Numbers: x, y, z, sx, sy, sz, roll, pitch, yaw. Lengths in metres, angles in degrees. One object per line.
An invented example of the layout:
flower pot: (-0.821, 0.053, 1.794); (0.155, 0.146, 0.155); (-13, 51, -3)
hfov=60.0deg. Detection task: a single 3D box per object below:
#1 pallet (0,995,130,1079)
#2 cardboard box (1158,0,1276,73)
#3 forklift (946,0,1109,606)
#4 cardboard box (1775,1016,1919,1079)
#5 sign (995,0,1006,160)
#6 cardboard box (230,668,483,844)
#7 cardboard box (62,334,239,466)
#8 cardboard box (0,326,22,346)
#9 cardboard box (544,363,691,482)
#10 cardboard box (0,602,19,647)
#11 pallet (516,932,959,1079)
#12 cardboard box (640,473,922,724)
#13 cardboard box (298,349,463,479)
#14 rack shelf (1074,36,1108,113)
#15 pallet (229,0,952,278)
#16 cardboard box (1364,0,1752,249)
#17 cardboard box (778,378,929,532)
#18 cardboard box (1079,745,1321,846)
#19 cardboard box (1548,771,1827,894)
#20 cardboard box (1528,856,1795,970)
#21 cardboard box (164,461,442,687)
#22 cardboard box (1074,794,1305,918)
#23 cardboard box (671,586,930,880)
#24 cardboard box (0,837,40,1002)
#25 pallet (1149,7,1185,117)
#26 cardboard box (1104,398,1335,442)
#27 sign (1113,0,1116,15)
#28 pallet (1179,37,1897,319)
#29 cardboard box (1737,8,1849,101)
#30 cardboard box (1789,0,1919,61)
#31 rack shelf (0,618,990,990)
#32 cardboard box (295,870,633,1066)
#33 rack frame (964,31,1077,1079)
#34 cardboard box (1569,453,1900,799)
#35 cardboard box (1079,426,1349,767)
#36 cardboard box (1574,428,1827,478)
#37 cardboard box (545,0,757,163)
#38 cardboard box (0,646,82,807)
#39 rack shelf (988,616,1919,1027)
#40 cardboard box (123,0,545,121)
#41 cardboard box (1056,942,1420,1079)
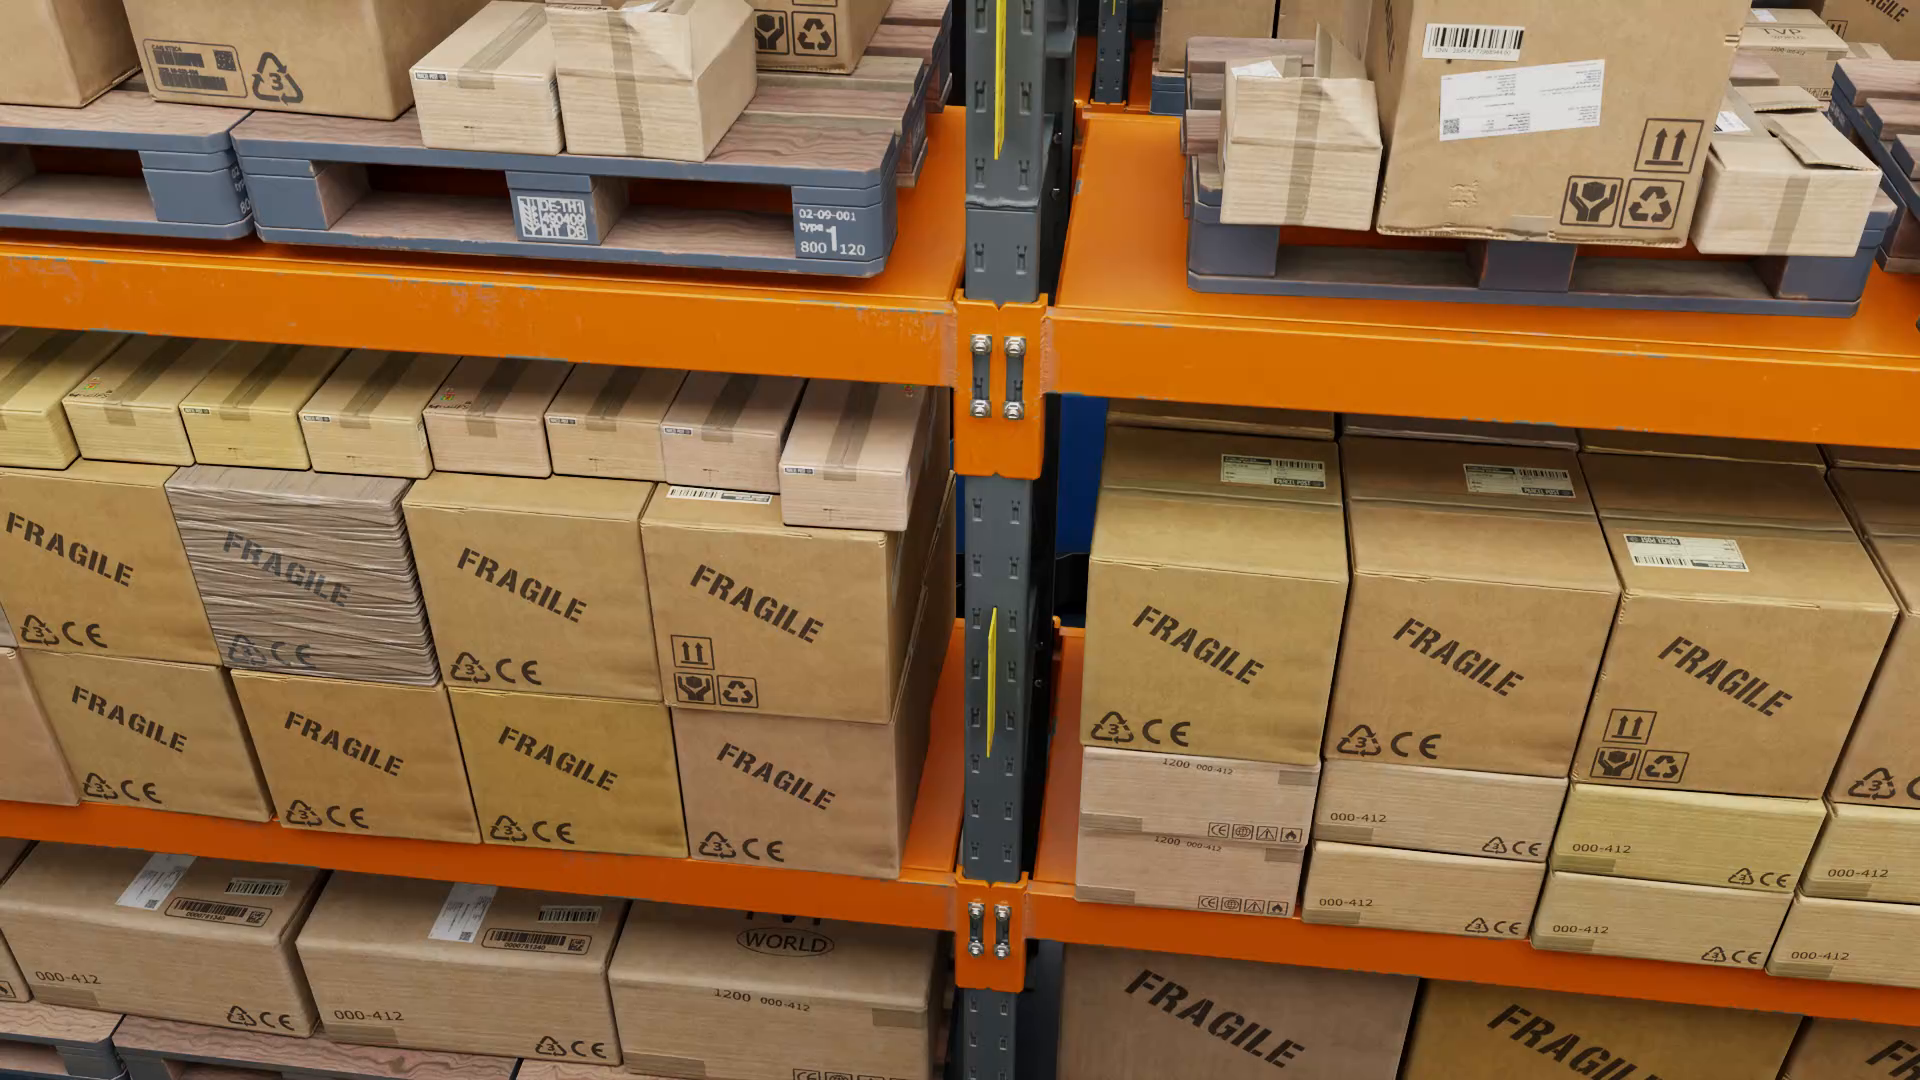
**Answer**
pallet: (-3.030, 1.215, 5.366); (1.213, 0.211, 1.003); (4, 36, 6)
cardboard box: (1.215, -2.546, 7.787); (0.500, 0.500, 0.700); (5, 36, 7)
forklift: (-0.625, -1.196, 6.403); (3.031, 2.935, 1.130); (0, 36, 0)
cardboard box: (2.543, 1.184, 4.476); (0.875, 0.875, 0.875); (5, 36, 7)
sign: (0.066, -0.782, 2.668); (0.005, 0.325, 0.100); (4, 36, 6)
cardboard box: (-1.369, 0.370, 4.063); (0.500, 0.500, 0.500); (4, 36, 5)
cardboard box: (-1.717, -0.330, 3.625); (0.250, 0.149, 0.380); (4, 36, 6)
cardboard box: (-2.231, -0.356, 3.661); (0.250, 0.149, 0.380); (5, 36, 6)
cardboard box: (-0.705, -0.296, 3.577); (0.250, 0.149, 0.380); (4, 36, 6)
cardboard box: (-2.368, -0.114, 3.882); (0.500, 0.500, 0.500); (4, 36, 6)
pallet: (-0.610, 1.395, 5.113); (1.213, 0.211, 1.003); (4, 36, 6)
cardboard box: (-0.368, 0.038, 3.668); (0.500, 0.500, 0.500); (4, 36, 6)
cardboard box: (-1.211, -0.302, 3.585); (0.250, 0.149, 0.380); (4, 36, 6)
rack shelf: (-1.220, -2.354, 8.585); (4.000, 0.370, 1.077); (4, 36, 6)
pallet: (-0.675, -0.890, 3.409); (1.213, 0.211, 1.003); (4, 36, 6)
cardboard box: (0.972, -0.839, 2.813); (0.500, 0.500, 0.500); (4, 36, 5)
cardboard box: (-0.211, -0.189, 3.428); (0.250, 0.149, 0.380); (4, 36, 5)
cardboard box: (0.535, 0.414, 3.786); (0.500, 0.250, 0.500); (3, 36, 5)
cardboard box: (1.553, 0.489, 3.681); (0.500, 0.250, 0.500); (5, 36, 7)
cardboard box: (1.557, 0.692, 3.827); (0.500, 0.250, 0.500); (4, 36, 6)
cardboard box: (-1.377, -0.036, 3.772); (0.500, 0.500, 0.500); (5, 36, 7)
cardboard box: (0.538, 0.607, 3.946); (0.500, 0.250, 0.500); (3, 36, 5)
cardboard box: (-0.358, 0.434, 3.974); (0.500, 0.500, 0.500); (5, 36, 6)
cardboard box: (-3.165, 0.929, 5.210); (0.875, 0.438, 0.875); (3, 36, 4)
pallet: (1.542, -2.298, 8.054); (1.213, 0.211, 1.003); (4, 36, 6)
cardboard box: (0.610, -0.198, 3.998); (0.500, 0.500, 0.500); (5, 36, 7)
sign: (0.702, -2.538, 7.478); (0.005, 0.325, 0.100); (4, 36, 6)
pallet: (1.050, -0.742, 3.290); (1.217, 0.209, 0.805); (3, 36, 4)
cardboard box: (3.643, -2.204, 7.524); (0.500, 0.250, 0.500); (3, 36, 4)
cardboard box: (4.240, -2.542, 7.783); (0.500, 0.500, 0.500); (6, 36, 8)
rack shelf: (-1.849, 0.507, 4.577); (4.000, 0.370, 1.077); (4, 36, 6)
cardboard box: (-1.362, 1.059, 5.027); (0.875, 0.438, 0.875); (3, 36, 5)
rack frame: (0.135, 0.362, 4.161); (0.127, 3.000, 1.000); (4, 36, 6)
cardboard box: (1.540, 0.172, 3.479); (0.500, 0.500, 0.500); (3, 36, 5)
cardboard box: (0.535, 0.112, 3.564); (0.500, 0.500, 0.500); (5, 36, 6)
cardboard box: (1.624, -0.115, 3.882); (0.500, 0.500, 0.500); (5, 36, 7)
cardboard box: (-0.540, -0.879, 2.986); (0.258, 0.266, 0.396); (5, 36, 7)
cardboard box: (-2.386, 0.295, 4.168); (0.500, 0.500, 0.500); (4, 36, 6)
rack shelf: (2.118, 0.803, 4.163); (4.000, 0.370, 1.077); (4, 36, 6)
cardboard box: (-1.207, -1.194, 3.222); (0.637, 0.503, 0.797); (7, 36, 10)
cardboard box: (0.760, 1.055, 4.657); (0.875, 0.875, 0.875); (5, 36, 7)
